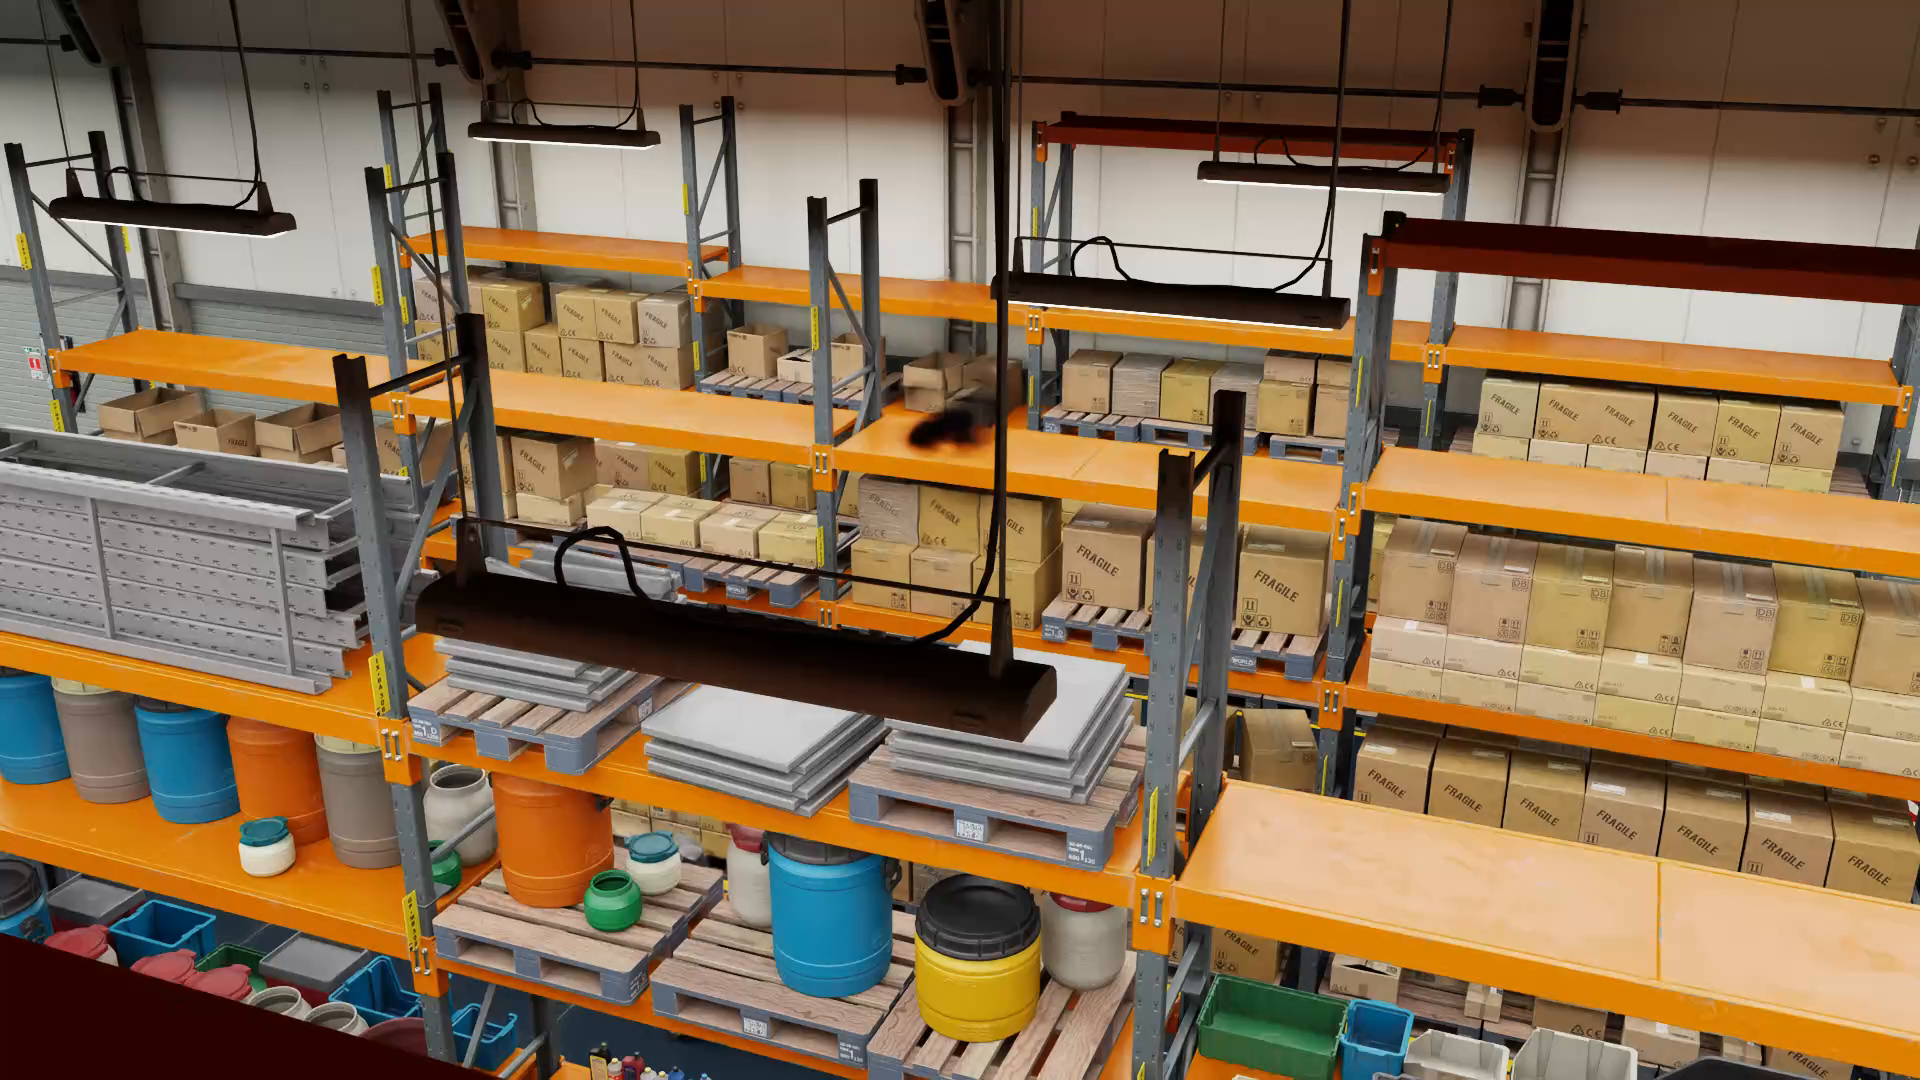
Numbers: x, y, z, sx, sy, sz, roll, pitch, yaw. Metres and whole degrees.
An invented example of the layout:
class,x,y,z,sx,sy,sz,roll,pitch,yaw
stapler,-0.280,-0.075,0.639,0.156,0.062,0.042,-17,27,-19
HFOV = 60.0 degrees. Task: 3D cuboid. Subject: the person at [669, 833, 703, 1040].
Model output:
class,x,y,z,sx,sy,sz,roll,pitch,yaw
person,-2.096,2.945,12.305,0.638,1.711,0.594,6,22,15
